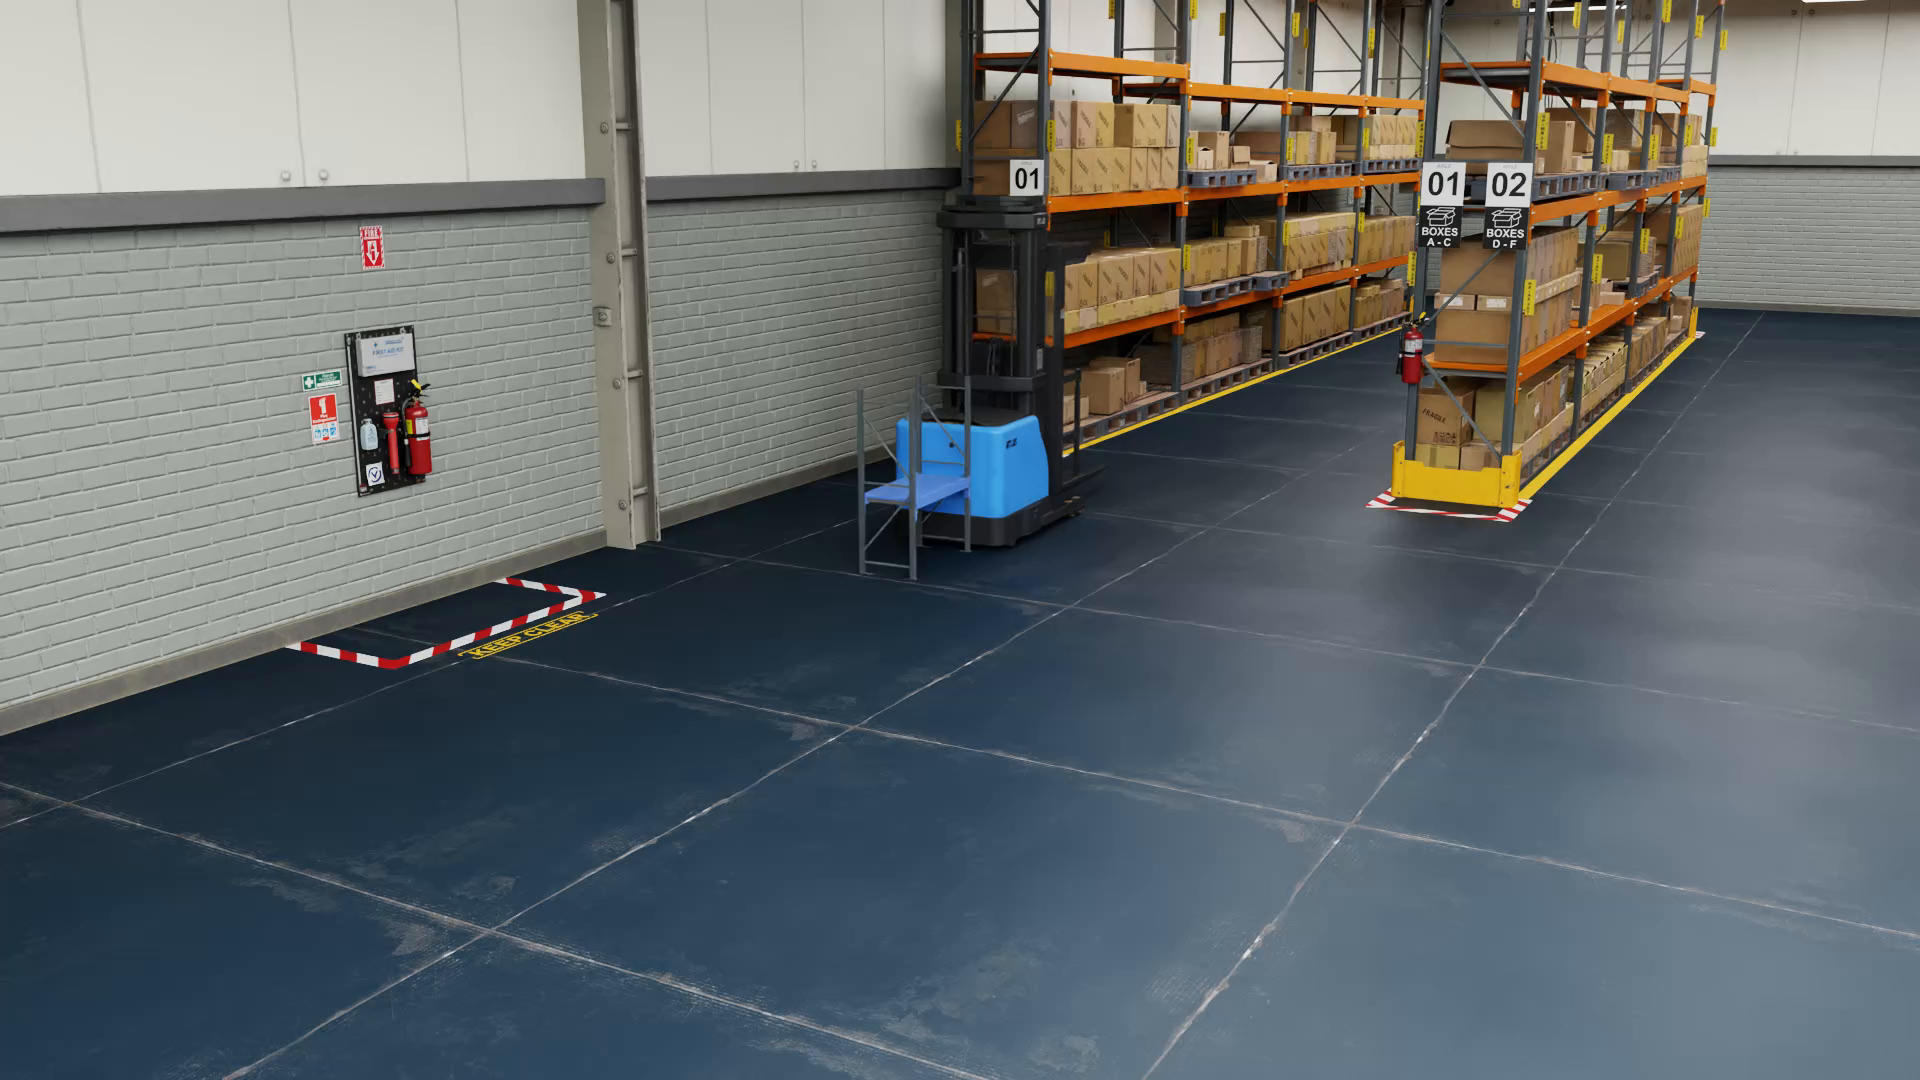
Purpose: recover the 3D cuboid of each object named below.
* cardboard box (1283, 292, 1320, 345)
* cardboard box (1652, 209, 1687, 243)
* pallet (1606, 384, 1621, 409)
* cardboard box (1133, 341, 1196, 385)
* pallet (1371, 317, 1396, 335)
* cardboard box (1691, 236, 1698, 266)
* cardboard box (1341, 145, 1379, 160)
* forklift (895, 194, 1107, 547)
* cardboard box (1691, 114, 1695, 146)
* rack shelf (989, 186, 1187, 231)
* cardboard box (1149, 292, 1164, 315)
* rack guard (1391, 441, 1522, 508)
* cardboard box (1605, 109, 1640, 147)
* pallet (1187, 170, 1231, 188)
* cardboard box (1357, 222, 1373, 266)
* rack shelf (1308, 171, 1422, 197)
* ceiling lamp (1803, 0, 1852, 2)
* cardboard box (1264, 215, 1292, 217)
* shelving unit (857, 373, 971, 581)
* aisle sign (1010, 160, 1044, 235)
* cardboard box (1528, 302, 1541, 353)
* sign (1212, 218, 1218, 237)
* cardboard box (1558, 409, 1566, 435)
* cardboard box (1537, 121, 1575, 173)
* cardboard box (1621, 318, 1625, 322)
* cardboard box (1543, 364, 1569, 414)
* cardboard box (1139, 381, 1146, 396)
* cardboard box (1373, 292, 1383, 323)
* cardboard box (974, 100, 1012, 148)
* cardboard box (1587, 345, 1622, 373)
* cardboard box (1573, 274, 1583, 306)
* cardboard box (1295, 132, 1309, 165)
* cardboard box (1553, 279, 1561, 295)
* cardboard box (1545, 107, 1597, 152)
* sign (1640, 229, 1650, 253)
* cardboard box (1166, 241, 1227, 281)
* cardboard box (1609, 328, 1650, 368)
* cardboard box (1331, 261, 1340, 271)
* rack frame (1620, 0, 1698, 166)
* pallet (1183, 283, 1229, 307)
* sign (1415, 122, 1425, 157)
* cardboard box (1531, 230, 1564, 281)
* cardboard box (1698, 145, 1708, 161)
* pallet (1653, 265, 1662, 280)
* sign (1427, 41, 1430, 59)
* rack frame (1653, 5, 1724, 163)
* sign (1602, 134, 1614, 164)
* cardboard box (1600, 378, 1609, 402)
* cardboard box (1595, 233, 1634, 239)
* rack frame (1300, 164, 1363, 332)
[{"bbox_3d":[5.247,-3.539,26.505,0.750,0.750,0.750,7,15,28],"label":"cardboard box"},{"bbox_3d":[11.343,-5.031,26.653,0.500,0.500,0.500,7,15,26],"label":"cardboard box"},{"bbox_3d":[8.254,-1.985,22.315,1.003,0.211,1.213,7,15,28],"label":"pallet"},{"bbox_3d":[2.755,-2.396,22.467,0.700,0.500,0.500,8,16,30],"label":"cardboard box"},{"bbox_3d":[7.306,-3.929,30.379,1.003,0.211,1.213,7,15,28],"label":"pallet"},{"bbox_3d":[12.327,-4.965,28.514,0.500,0.500,0.500,8,15,29],"label":"cardboard box"},{"bbox_3d":[6.846,-6.636,28.468,0.500,0.250,0.500,7,15,28],"label":"cardboard box"},{"bbox_3d":[0.522,-1.667,15.192,1.130,2.935,3.031,6,15,25],"label":"forklift"},{"bbox_3d":[11.423,-6.612,26.813,0.700,0.500,0.500,7,15,28],"label":"cardboard box"},{"bbox_3d":[1.447,-3.943,19.622,1.077,0.370,4.000,7,15,28],"label":"rack shelf"},{"bbox_3d":[2.202,-2.948,20.641,0.500,0.250,0.500,7,15,28],"label":"cardboard box"},{"bbox_3d":[4.807,-0.643,16.135,1.175,0.500,0.348,7,15,28],"label":"rack guard"},{"bbox_3d":[8.902,-5.586,22.558,0.500,0.500,0.500,7,15,28],"label":"cardboard box"},{"bbox_3d":[2.806,-4.726,21.737,1.213,0.211,1.003,7,15,28],"label":"pallet"},{"bbox_3d":[6.558,-5.141,28.818,0.980,0.700,0.700,8,16,29],"label":"cardboard box"},{"bbox_3d":[7.248,-6.405,29.834,1.077,0.370,4.000,7,15,28],"label":"rack shelf"},{"bbox_3d":[16.039,-11.166,29.196,2.000,3.185,0.800,7,15,28],"label":"ceiling lamp"},{"bbox_3d":[5.090,-5.070,26.674,0.500,0.250,0.500,7,15,27],"label":"cardboard box"},{"bbox_3d":[-0.361,-0.540,13.573,0.538,1.500,1.048,6,15,25],"label":"shelving unit"},{"bbox_3d":[0.708,-3.639,17.680,0.394,0.787,0.004,7,15,28],"label":"aisle sign"},{"bbox_3d":[5.550,-2.216,17.111,0.700,0.500,0.500,7,15,28],"label":"cardboard box"},{"bbox_3d":[3.860,-4.690,25.118,0.100,0.325,0.005,7,15,28],"label":"sign"},{"bbox_3d":[6.469,-1.330,18.621,0.500,0.250,0.500,7,15,28],"label":"cardboard box"},{"bbox_3d":[5.861,-3.952,16.718,0.500,0.500,0.500,7,15,28],"label":"cardboard box"},{"bbox_3d":[9.924,-3.142,25.559,0.500,0.500,0.500,8,16,29],"label":"cardboard box"},{"bbox_3d":[6.467,-1.695,18.534,0.500,0.500,0.500,7,15,28],"label":"cardboard box"},{"bbox_3d":[2.182,-1.968,21.402,0.380,0.166,0.250,5,15,21],"label":"cardboard box"},{"bbox_3d":[7.228,-4.224,30.093,0.700,0.500,0.500,8,16,29],"label":"cardboard box"},{"bbox_3d":[0.460,-4.544,18.194,0.500,0.500,0.500,8,16,31],"label":"cardboard box"},{"bbox_3d":[8.403,-2.402,21.871,0.500,0.311,0.500,7,15,27],"label":"cardboard box"},{"bbox_3d":[7.392,-2.996,20.349,0.500,0.500,0.500,9,16,32],"label":"cardboard box"},{"bbox_3d":[5.021,-6.118,25.960,0.700,0.500,0.500,8,16,31],"label":"cardboard box"},{"bbox_3d":[6.193,-2.708,17.767,0.380,0.149,0.250,8,16,30],"label":"cardboard box"},{"bbox_3d":[7.085,-4.760,19.302,0.500,0.500,0.500,8,15,29],"label":"cardboard box"},{"bbox_3d":[9.173,-4.005,22.277,0.100,0.325,0.005,7,15,28],"label":"sign"},{"bbox_3d":[3.257,-3.860,22.992,0.700,0.500,0.500,10,17,36],"label":"cardboard box"},{"bbox_3d":[9.651,-2.775,24.037,0.500,0.500,0.500,7,15,27],"label":"cardboard box"},{"bbox_3d":[6.024,-4.509,27.328,0.380,0.149,0.250,7,15,28],"label":"cardboard box"},{"bbox_3d":[10.620,-7.242,25.371,1.000,3.000,0.127,7,15,28],"label":"rack frame"},{"bbox_3d":[2.911,-3.292,22.196,1.003,0.211,1.213,7,15,28],"label":"pallet"},{"bbox_3d":[4.350,-3.778,15.683,0.100,0.325,0.005,7,15,28],"label":"sign"},{"bbox_3d":[6.057,-3.065,17.865,0.700,0.500,0.500,7,15,28],"label":"cardboard box"},{"bbox_3d":[12.528,-6.640,28.529,0.500,0.250,0.500,7,15,28],"label":"cardboard box"},{"bbox_3d":[10.138,-4.080,25.468,1.003,0.211,1.213,7,15,28],"label":"pallet"},{"bbox_3d":[8.683,-9.051,30.714,0.100,0.325,0.005,7,15,28],"label":"sign"},{"bbox_3d":[12.553,-8.062,28.775,1.000,3.000,0.127,7,15,28],"label":"rack frame"},{"bbox_3d":[7.239,-4.369,18.585,0.100,0.325,0.005,7,15,28],"label":"sign"},{"bbox_3d":[7.907,-1.922,21.075,0.500,0.250,0.500,8,16,29],"label":"cardboard box"},{"bbox_3d":[9.918,-4.358,25.100,0.700,0.500,0.500,10,17,37],"label":"cardboard box"},{"bbox_3d":[6.281,-4.886,28.399,1.000,3.000,0.127,7,15,28],"label":"rack frame"}]
